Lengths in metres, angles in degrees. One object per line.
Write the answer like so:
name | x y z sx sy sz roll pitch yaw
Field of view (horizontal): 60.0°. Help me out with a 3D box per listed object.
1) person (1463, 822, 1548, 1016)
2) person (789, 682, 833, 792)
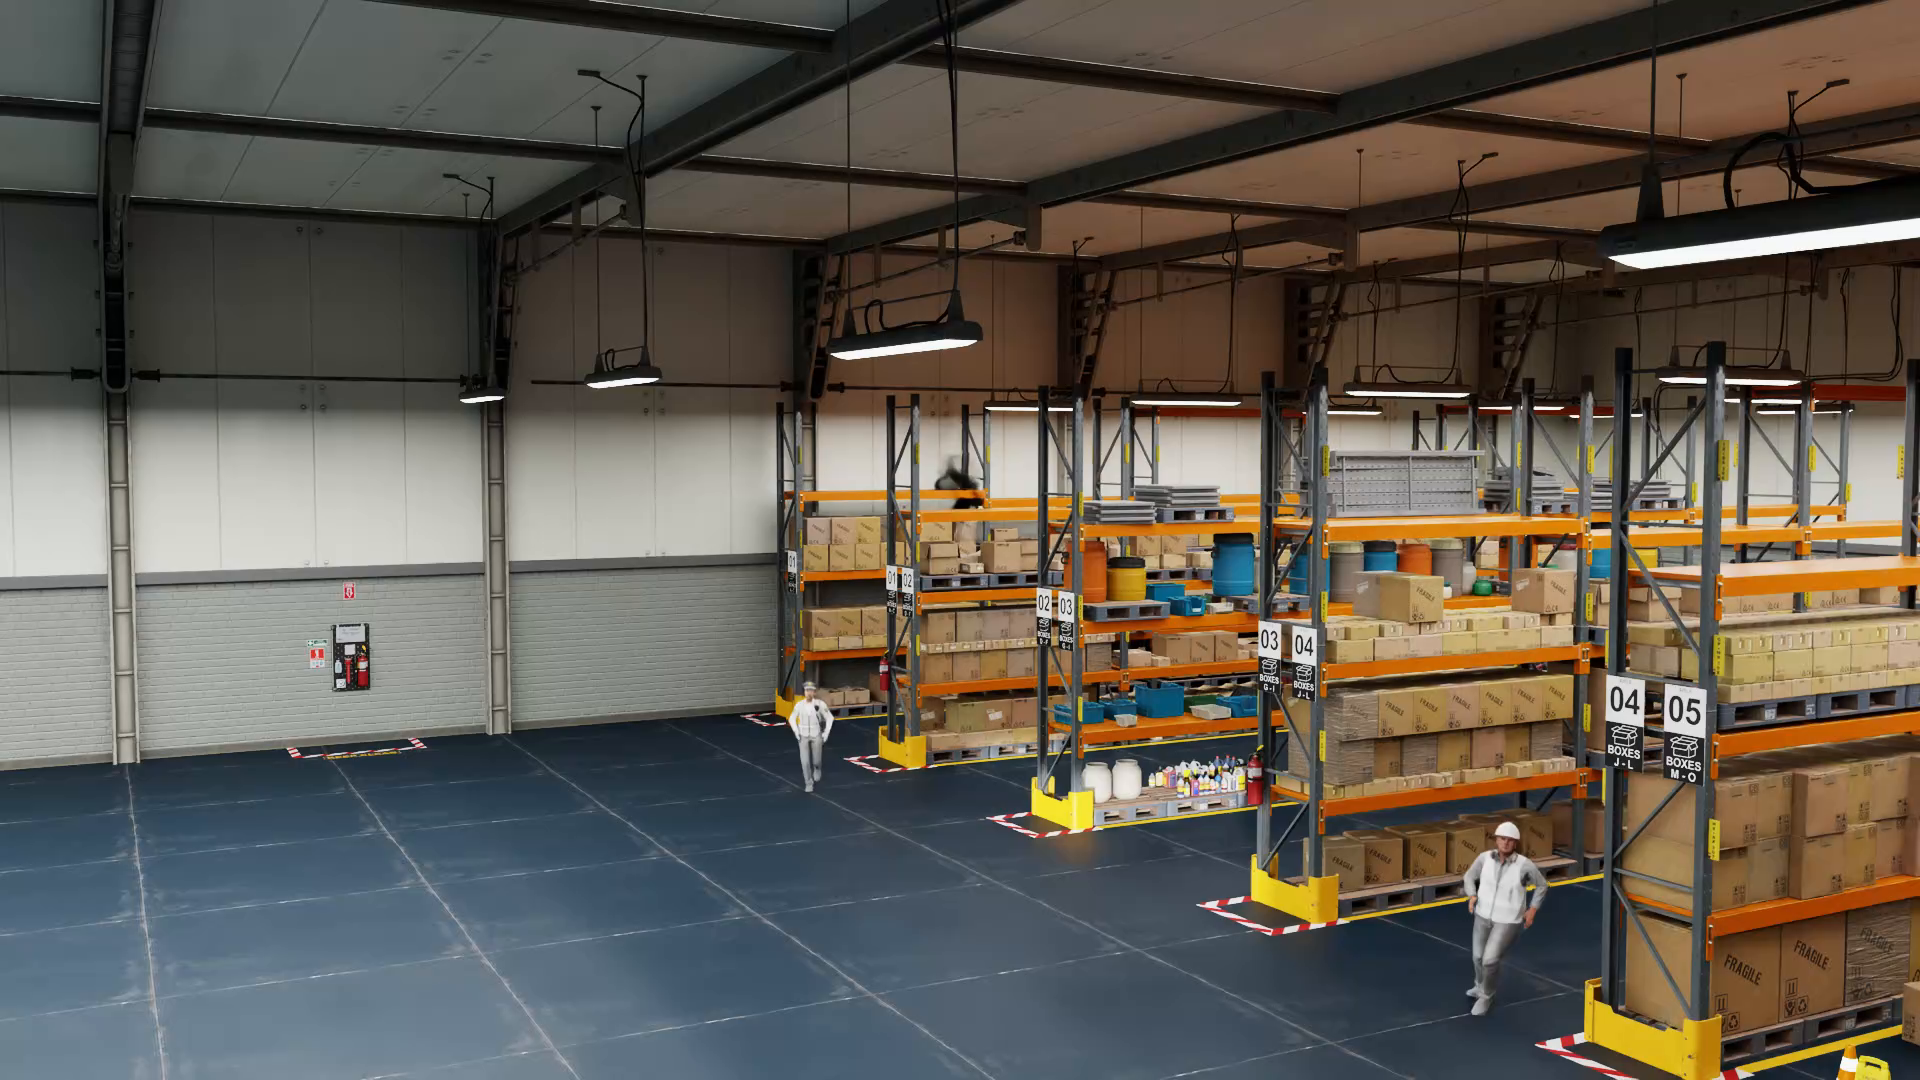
person | 4.919 3.450 15.143 0.717 1.776 0.678 3 4 40
person | -2.235 2.926 24.934 0.665 1.647 0.584 0 3 -1
